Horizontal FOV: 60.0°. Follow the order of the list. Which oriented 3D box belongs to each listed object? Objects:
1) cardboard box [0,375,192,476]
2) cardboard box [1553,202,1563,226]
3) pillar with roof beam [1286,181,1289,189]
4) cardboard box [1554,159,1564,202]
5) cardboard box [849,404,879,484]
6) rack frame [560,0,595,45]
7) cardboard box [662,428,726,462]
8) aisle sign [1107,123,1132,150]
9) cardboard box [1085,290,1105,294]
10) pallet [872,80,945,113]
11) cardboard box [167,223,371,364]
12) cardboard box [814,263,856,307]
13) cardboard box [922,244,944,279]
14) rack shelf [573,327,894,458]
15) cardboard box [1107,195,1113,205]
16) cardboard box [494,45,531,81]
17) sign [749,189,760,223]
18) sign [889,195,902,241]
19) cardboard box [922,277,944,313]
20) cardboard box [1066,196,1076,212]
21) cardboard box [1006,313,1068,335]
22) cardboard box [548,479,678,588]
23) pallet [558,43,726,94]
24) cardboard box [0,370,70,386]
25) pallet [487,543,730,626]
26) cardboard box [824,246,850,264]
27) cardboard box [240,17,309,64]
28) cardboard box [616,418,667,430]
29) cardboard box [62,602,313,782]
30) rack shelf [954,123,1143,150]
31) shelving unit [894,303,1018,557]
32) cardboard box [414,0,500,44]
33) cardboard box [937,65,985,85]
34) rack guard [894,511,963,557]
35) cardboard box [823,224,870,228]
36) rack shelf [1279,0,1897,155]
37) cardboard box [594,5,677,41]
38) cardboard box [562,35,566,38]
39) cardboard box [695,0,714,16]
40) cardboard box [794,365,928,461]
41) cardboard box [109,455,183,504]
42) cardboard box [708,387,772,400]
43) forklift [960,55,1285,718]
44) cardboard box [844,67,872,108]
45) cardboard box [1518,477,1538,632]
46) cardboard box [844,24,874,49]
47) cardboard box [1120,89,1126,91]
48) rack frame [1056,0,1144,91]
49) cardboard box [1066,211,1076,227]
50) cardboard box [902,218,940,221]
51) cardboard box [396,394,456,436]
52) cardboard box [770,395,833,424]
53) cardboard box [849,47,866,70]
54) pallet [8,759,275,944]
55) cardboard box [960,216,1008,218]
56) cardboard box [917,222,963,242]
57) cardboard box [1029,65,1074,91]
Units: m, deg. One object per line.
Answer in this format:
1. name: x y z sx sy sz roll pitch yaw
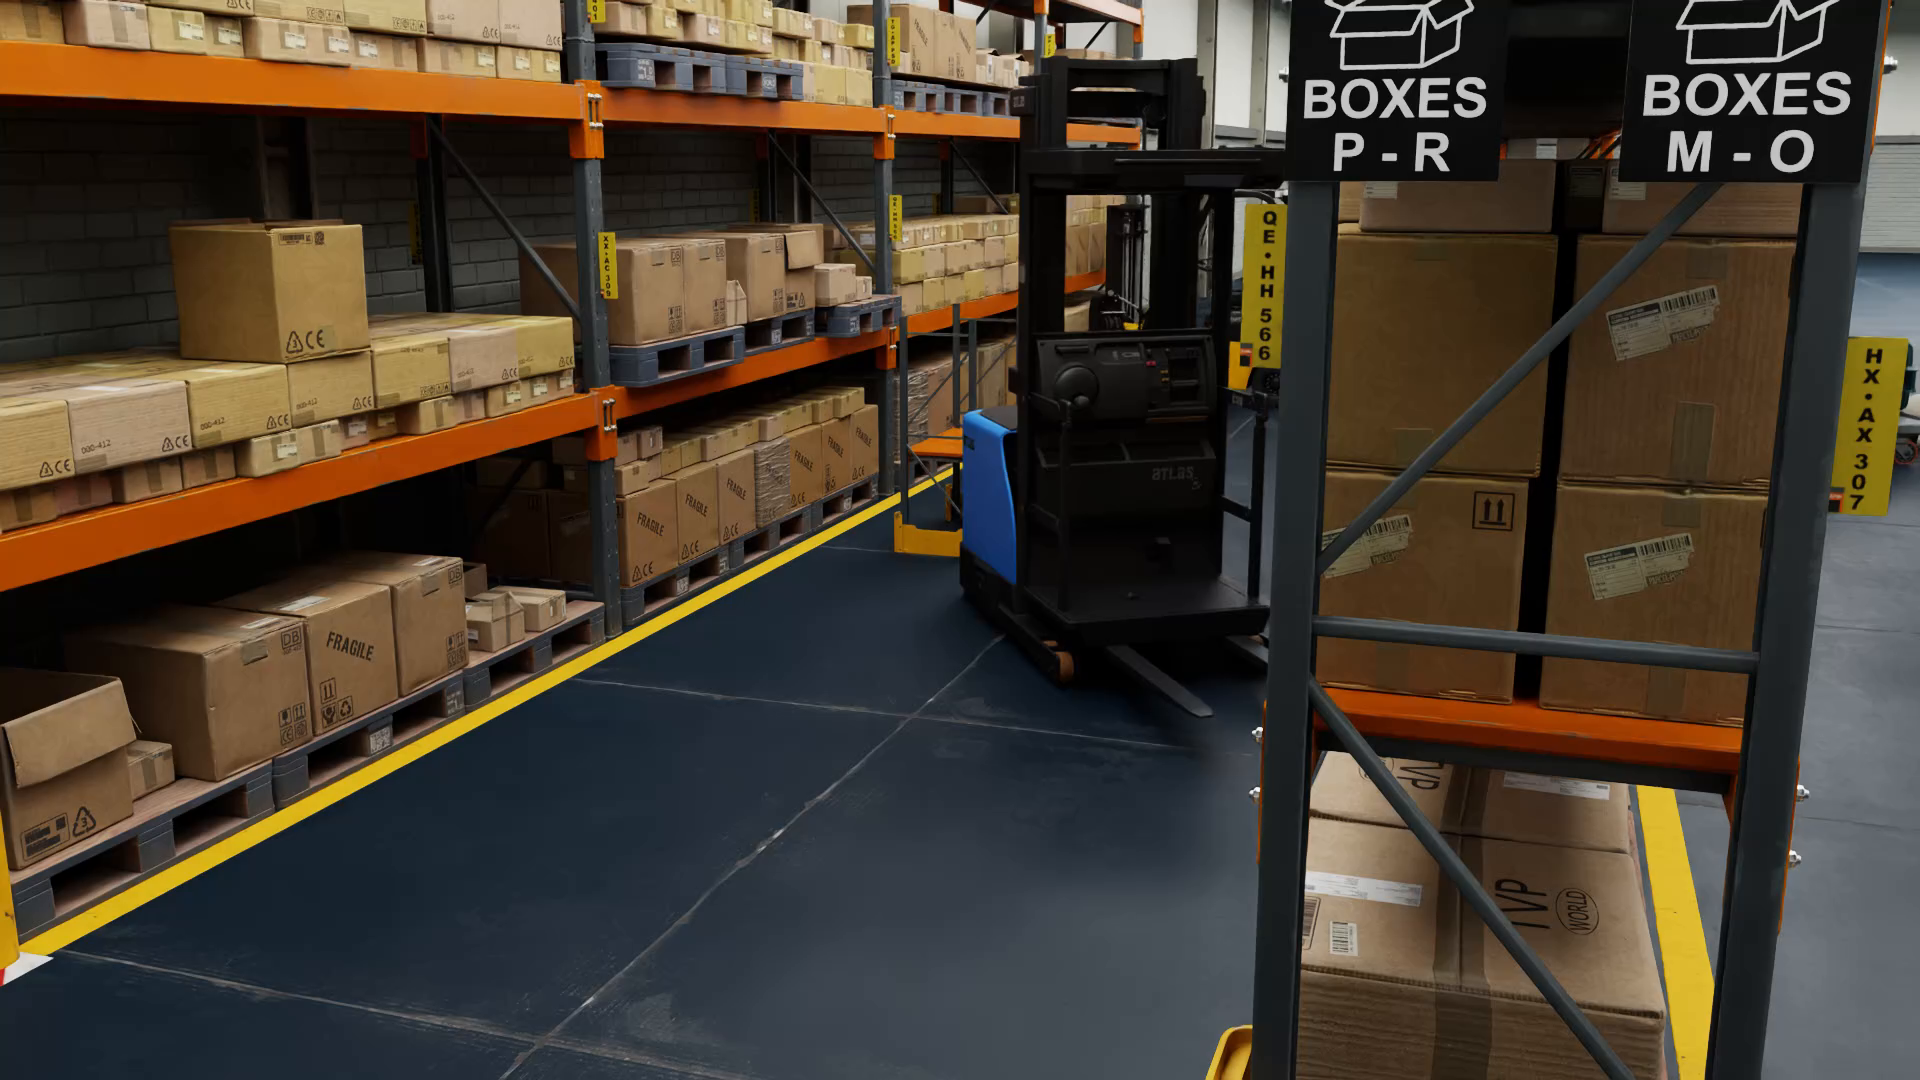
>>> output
1. cardboard box: -3.006 -0.397 5.657 0.500 0.250 0.500 5 14 19
2. cardboard box: 2.358 -0.940 5.892 0.500 0.500 0.500 4 13 18
3. pillar with roof beam: 12.367 -11.098 39.390 9.100 9.000 0.548 4 14 18
4. cardboard box: 2.345 -1.294 5.987 0.380 0.149 0.250 4 14 18
5. cardboard box: -0.916 -0.709 12.028 0.500 0.500 0.500 5 14 20
6. rack frame: -2.277 -3.910 7.897 1.000 3.000 0.127 4 14 18
7. cardboard box: -1.628 -0.571 9.967 0.380 0.149 0.250 4 14 18
8. aisle sign: 1.905 -4.772 19.313 0.394 0.787 0.004 4 14 18
9. cardboard box: 1.752 -2.744 19.259 0.500 0.250 0.500 5 14 20
10. pallet: -0.848 -3.347 12.596 1.213 0.211 1.003 5 14 21
11. cardboard box: -2.684 -0.973 6.492 0.500 0.500 0.500 5 14 20
12. cardboard box: -1.018 -1.714 11.149 0.500 0.250 0.500 4 13 16
13. cardboard box: -0.445 -2.179 13.009 0.500 0.250 0.500 5 14 20
14. rack shelf: -1.630 -1.056 10.489 1.077 0.370 4.000 4 14 18
15. cardboard box: 1.450 -3.710 18.152 0.380 0.149 0.250 5 14 20
16. cardboard box: -2.196 -2.177 7.609 0.380 0.149 0.250 4 14 18
17. sign: -1.509 -2.431 12.297 0.100 0.325 0.005 4 14 18
18. sign: -0.466 -2.316 11.972 0.100 0.325 0.005 4 14 18
19. cardboard box: -0.440 -1.936 13.066 0.500 0.250 0.500 4 13 17
20. cardboard box: 0.949 -3.388 16.741 0.380 0.149 0.250 5 14 20
21. cardboard box: 0.765 -2.101 16.439 0.500 0.250 0.500 4 13 18
22. cardboard box: -1.907 -0.057 9.171 0.500 0.500 0.500 5 14 21
23. pallet: -1.999 -2.488 8.831 1.213 0.211 1.003 4 14 18
24. cardboard box: -3.505 -0.440 5.841 0.500 0.250 0.500 4 14 19
25. pallet: -2.049 0.200 9.637 1.003 0.211 1.213 4 14 18
26. cardboard box: -1.100 -2.113 12.717 0.500 0.250 0.500 5 14 20
27. cardboard box: -2.660 -1.849 6.173 0.380 0.149 0.250 4 14 19
28. cardboard box: -2.052 -0.662 10.361 0.380 0.149 0.250 5 14 19
29. cardboard box: -2.970 0.572 6.416 0.700 0.500 0.500 5 14 21
30. rack shelf: 0.959 -4.203 17.535 1.077 0.370 4.000 4 14 18
31. shelving unit: 0.025 -0.747 10.891 0.587 1.500 1.083 4 14 18
32. cardboard box: -2.354 -2.290 7.207 0.500 0.250 0.500 4 13 16
33. cardboard box: -0.006 -3.847 13.759 0.380 0.149 0.250 4 14 18
34. rack guard: -0.136 -0.033 10.571 0.587 0.250 0.087 4 14 18
35. cardboard box: -0.935 -2.446 13.280 0.380 0.149 0.250 4 13 17
36. rack shelf: 1.774 -1.319 4.903 1.077 0.370 4.000 4 14 18
37. cardboard box: -1.687 -2.665 8.578 0.380 0.149 0.250 5 14 19
38. cardboard box: -2.244 -2.648 8.502 0.380 0.149 0.250 4 14 18
39. cardboard box: -1.566 -2.923 9.040 0.380 0.149 0.250 4 13 17
40. cardboard box: -0.768 -1.005 13.043 0.875 0.625 0.625 5 14 20
41. cardboard box: -2.975 -0.234 5.835 0.380 0.149 0.250 5 14 20
42. cardboard box: -1.558 -0.989 11.794 0.380 0.149 0.250 5 14 20
43. forklift: 0.892 -0.831 8.042 1.130 2.935 3.031 -4 13 -15
44. cardboard box: -0.919 -3.091 11.387 0.500 0.250 0.500 4 13 17
45. cardboard box: 1.209 -0.061 4.288 0.500 0.500 0.500 4 13 17
46. cardboard box: -0.814 -3.463 11.449 0.380 0.149 0.250 5 14 20
47. cardboard box: 1.625 -4.909 18.410 0.380 0.149 0.250 4 13 17
48. rack frame: 1.606 -6.437 18.967 1.000 3.000 0.127 4 14 18
49. cardboard box: 0.954 -3.241 16.765 0.380 0.149 0.250 5 14 20
50. cardboard box: -0.391 -2.765 14.679 0.380 0.149 0.250 4 14 18
51. cardboard box: -2.432 -0.556 7.246 0.380 0.149 0.250 4 13 18
52. cardboard box: -1.089 -0.896 11.387 0.380 0.149 0.250 4 13 17
53. cardboard box: -0.870 -3.319 11.490 0.380 0.149 0.250 5 14 20
54. pallet: -3.289 1.033 5.990 1.003 0.211 1.213 4 14 18
55. cardboard box: 0.216 -2.844 15.023 0.380 0.149 0.250 4 14 18
56. cardboard box: -0.193 -2.511 13.566 0.380 0.149 0.250 5 14 20
57. cardboard box: 0.811 -4.500 16.253 0.500 0.311 0.500 5 14 20
